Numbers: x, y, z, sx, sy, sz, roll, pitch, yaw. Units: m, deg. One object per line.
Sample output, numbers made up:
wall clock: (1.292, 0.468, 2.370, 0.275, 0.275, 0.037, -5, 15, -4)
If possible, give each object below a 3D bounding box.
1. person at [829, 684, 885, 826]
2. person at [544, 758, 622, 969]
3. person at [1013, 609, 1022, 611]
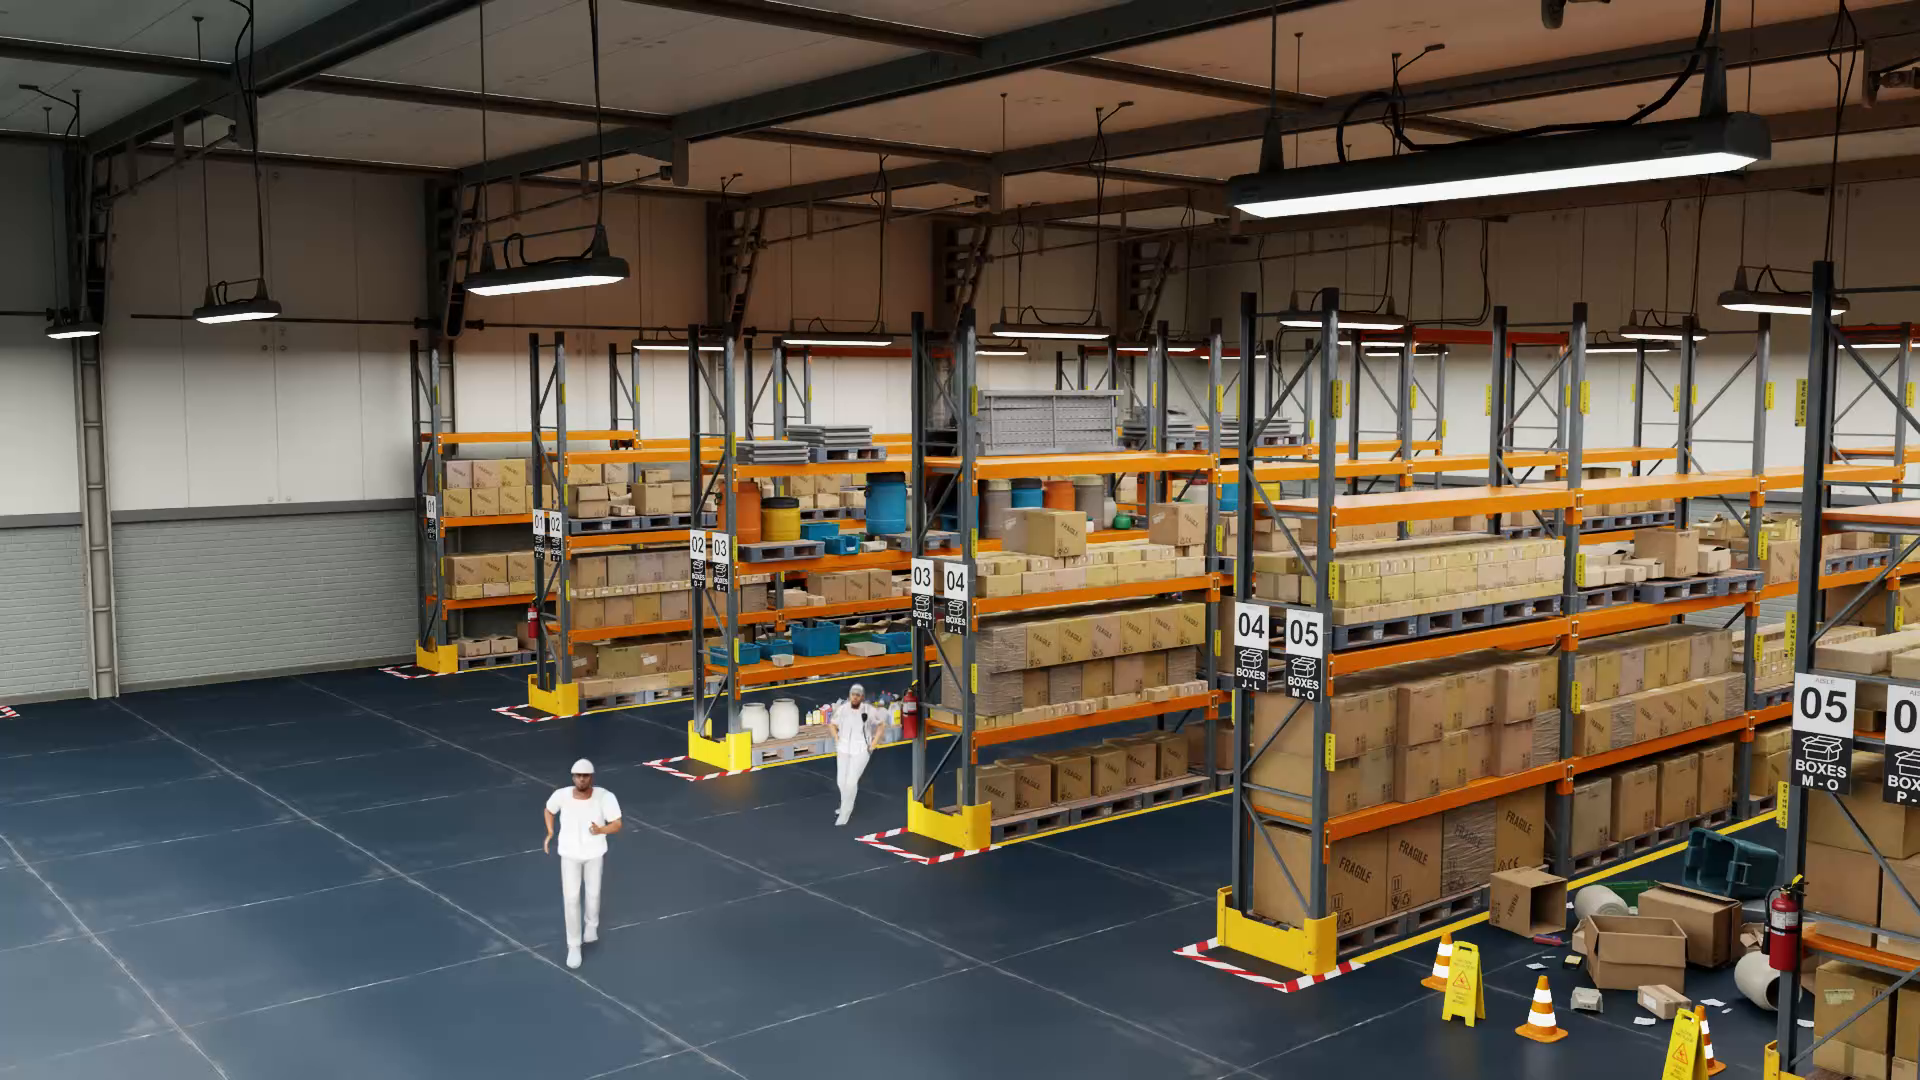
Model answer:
person: (-1.248, 2.521, 19.703, 0.636, 1.656, 0.653, 2, 6, 18)
person: (-3.411, 2.872, 15.079, 0.693, 1.806, 0.808, -1, 5, -12)
person: (0.818, 1.591, 29.219, 0.679, 1.810, 0.773, 5, 7, 42)
